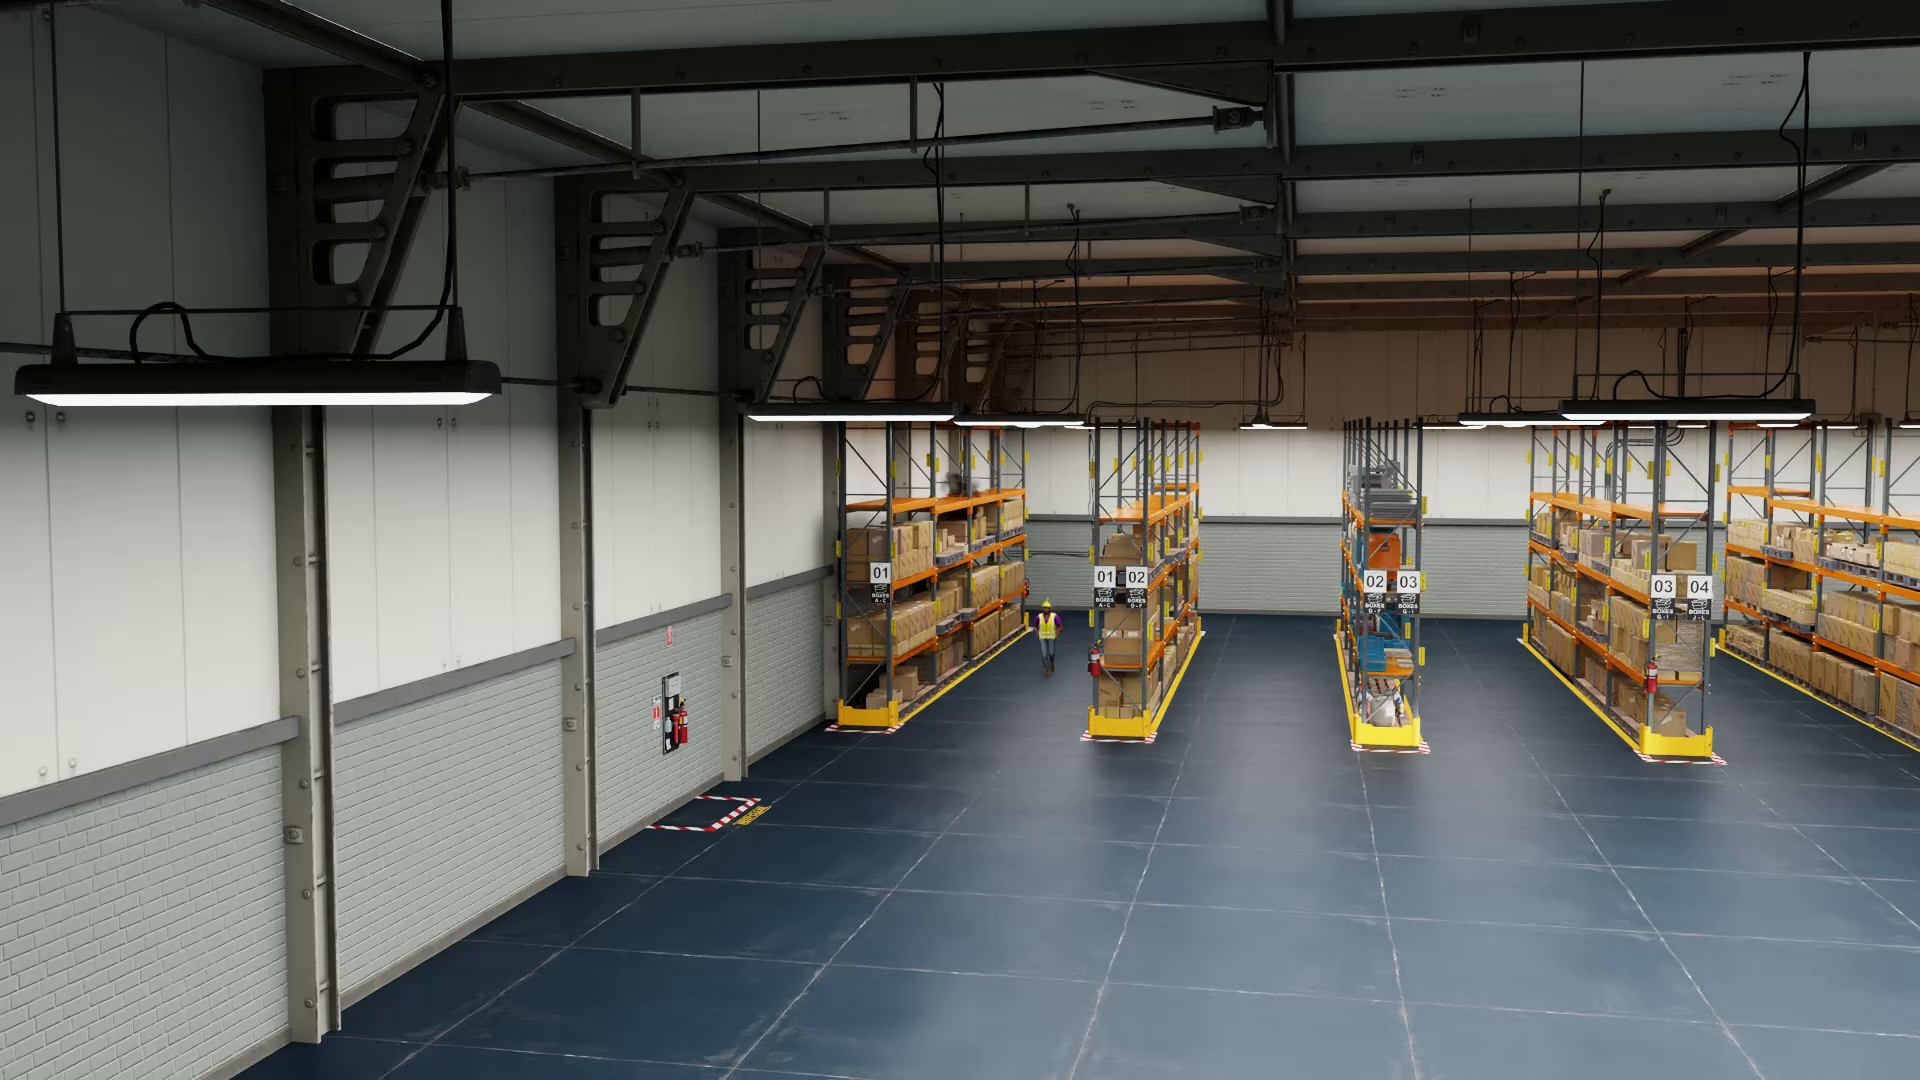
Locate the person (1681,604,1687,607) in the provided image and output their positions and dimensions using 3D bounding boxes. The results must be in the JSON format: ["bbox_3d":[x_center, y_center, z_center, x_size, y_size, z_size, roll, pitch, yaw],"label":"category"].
[{"bbox_3d":[18.578,2.102,42.177,0.685,1.738,0.793,1,4,19],"label":"person"}]

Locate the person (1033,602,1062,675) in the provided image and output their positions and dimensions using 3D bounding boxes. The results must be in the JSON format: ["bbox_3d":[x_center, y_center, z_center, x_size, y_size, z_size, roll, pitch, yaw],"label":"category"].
[{"bbox_3d":[2.047,2.319,39.098,0.674,1.719,0.569,1,4,9],"label":"person"}]

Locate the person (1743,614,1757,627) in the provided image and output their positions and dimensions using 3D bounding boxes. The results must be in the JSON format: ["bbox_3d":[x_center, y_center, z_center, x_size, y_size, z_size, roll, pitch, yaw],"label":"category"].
[{"bbox_3d":[21.497,2.039,45.103,0.602,1.548,0.458,-3,5,-35],"label":"person"}]
